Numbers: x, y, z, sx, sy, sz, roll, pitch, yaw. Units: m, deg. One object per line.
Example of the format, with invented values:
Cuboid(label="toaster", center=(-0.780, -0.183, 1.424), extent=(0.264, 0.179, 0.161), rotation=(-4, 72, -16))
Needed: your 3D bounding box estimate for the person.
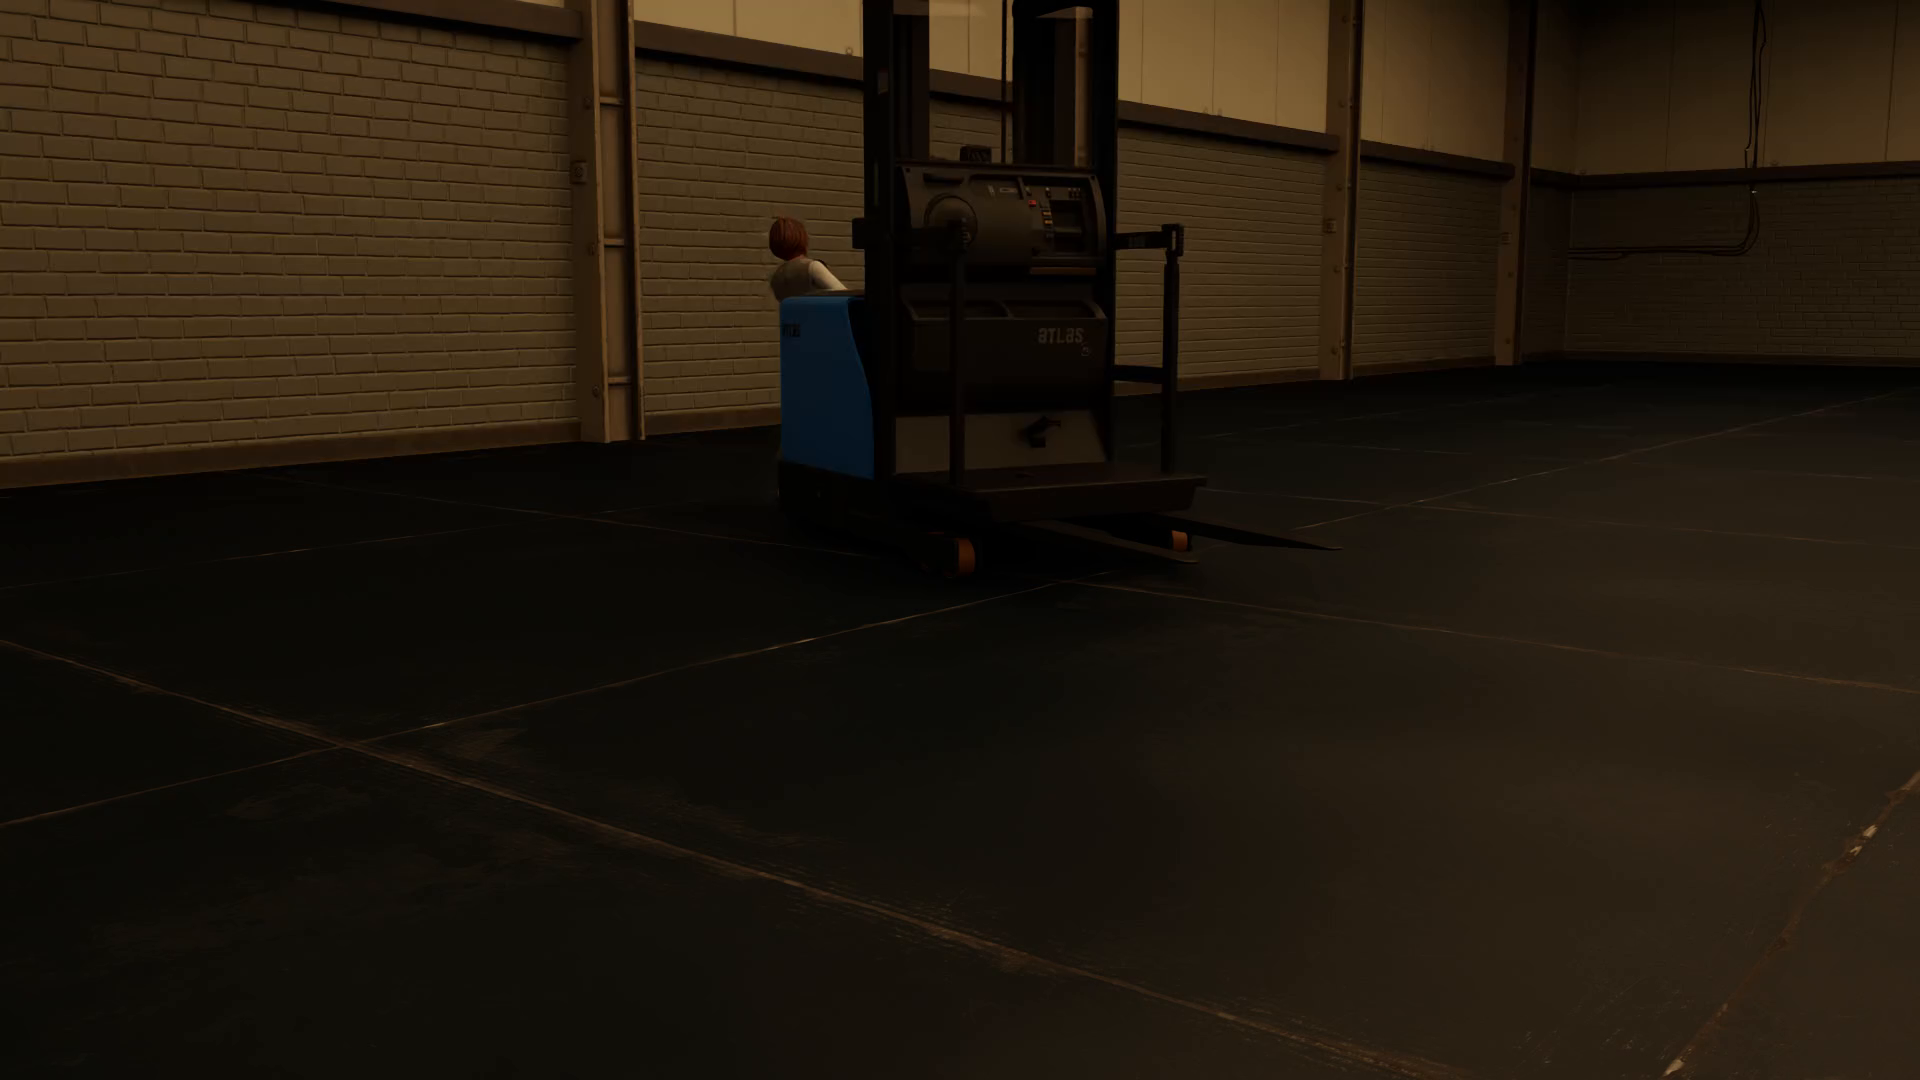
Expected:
Cuboid(label="person", center=(-0.574, -0.874, 8.540), extent=(0.817, 1.543, 0.691), rotation=(6, 11, 38))

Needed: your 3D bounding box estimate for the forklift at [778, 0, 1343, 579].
Cuboid(label="forklift", center=(0.294, -1.373, 6.664), extent=(1.130, 2.935, 3.031), rotation=(-5, 9, -28))
